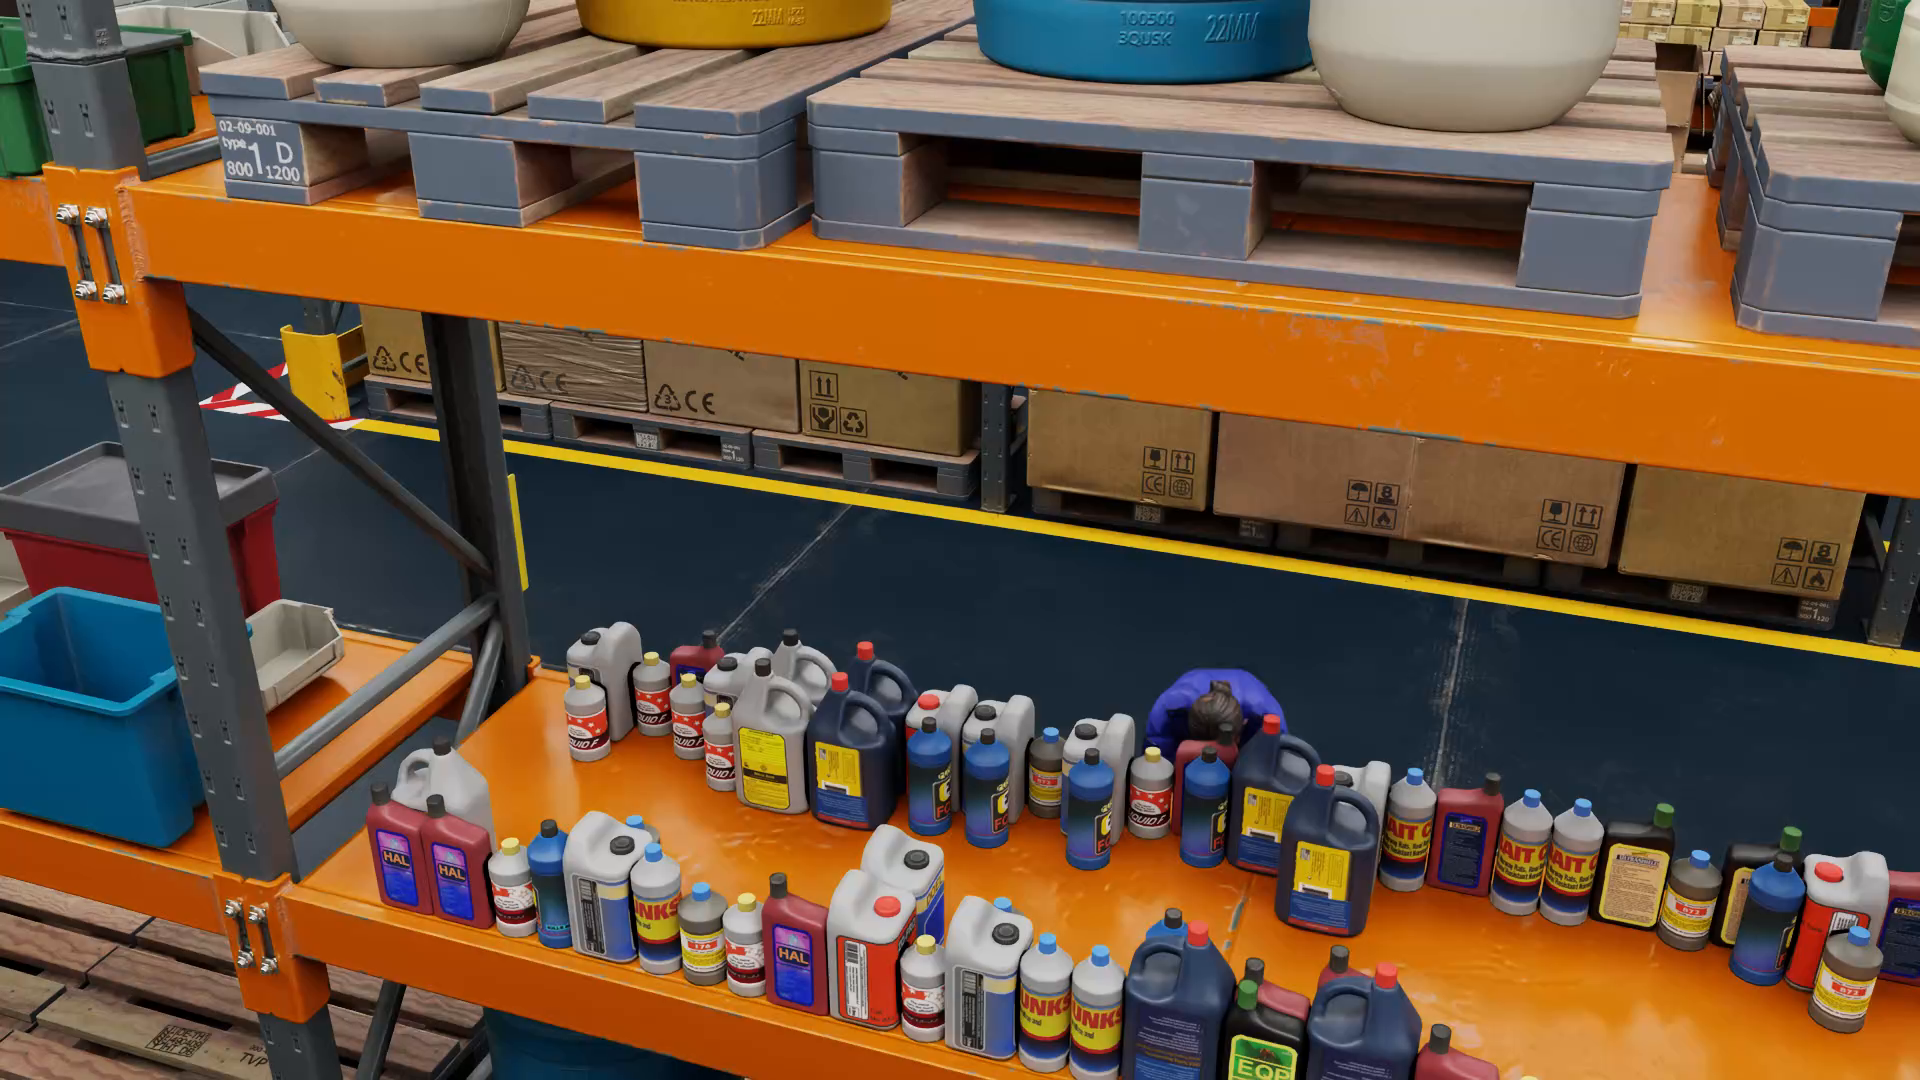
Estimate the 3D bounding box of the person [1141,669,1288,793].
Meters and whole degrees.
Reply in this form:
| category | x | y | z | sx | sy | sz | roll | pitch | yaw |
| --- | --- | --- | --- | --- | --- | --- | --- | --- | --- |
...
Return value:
| category | x | y | z | sx | sy | sz | roll | pitch | yaw |
| --- | --- | --- | --- | --- | --- | --- | --- | --- | --- |
| person | 0.822 | 0.755 | 5.401 | 0.483 | 0.932 | 0.801 | 9 | 27 | 17 |
